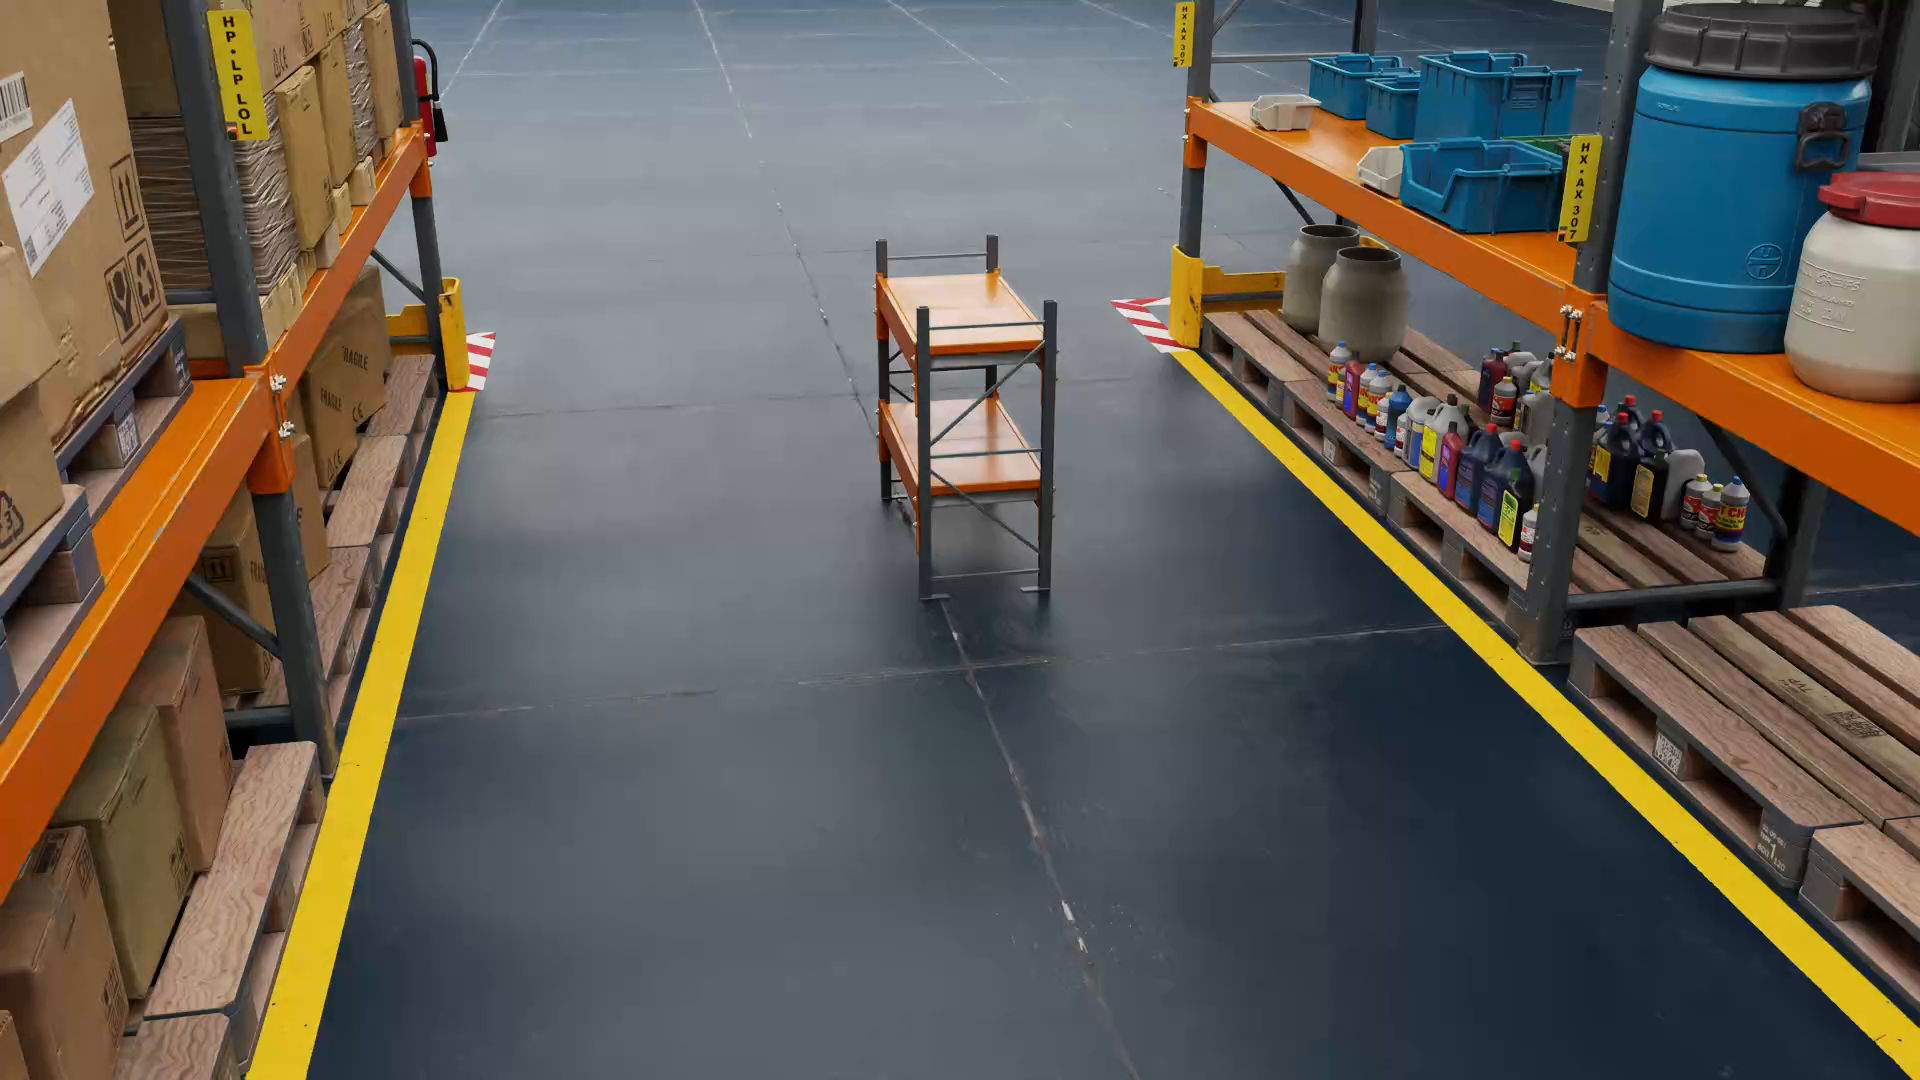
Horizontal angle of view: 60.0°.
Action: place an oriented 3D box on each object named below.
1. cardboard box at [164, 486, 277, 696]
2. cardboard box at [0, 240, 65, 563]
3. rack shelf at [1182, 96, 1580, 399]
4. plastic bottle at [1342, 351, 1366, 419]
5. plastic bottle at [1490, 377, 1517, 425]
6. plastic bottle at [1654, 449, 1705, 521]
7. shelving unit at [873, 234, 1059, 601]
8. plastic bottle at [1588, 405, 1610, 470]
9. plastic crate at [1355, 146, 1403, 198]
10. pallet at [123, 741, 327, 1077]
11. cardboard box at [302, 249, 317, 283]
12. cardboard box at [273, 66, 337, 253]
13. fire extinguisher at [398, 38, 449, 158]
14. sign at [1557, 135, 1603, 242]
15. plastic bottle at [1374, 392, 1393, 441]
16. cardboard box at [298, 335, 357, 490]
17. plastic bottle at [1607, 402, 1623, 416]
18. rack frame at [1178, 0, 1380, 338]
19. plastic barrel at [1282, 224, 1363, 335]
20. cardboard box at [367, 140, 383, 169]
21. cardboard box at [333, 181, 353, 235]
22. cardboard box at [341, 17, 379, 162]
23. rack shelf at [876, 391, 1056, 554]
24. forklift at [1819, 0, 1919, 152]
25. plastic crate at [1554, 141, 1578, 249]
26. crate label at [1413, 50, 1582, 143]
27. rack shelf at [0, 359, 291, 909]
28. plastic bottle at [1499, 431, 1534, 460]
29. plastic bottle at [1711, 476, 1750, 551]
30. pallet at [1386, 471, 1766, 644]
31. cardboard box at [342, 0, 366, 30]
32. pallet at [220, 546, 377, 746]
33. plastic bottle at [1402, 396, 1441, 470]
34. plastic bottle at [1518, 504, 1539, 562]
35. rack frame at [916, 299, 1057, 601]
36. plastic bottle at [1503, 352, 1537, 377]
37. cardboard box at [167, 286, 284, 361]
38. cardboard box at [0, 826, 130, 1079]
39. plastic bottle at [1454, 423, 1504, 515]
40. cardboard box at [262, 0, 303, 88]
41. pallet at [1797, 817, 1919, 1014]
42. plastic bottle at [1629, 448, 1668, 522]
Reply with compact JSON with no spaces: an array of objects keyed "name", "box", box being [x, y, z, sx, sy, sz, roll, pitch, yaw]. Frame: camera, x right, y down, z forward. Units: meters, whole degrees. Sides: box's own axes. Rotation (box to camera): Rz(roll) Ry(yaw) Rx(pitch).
[{"name":"cardboard box","box":[-2.446,0.167,5.219,0.500,0.500,0.500,-5,24,-11]},{"name":"cardboard box","box":[-2.000,-0.191,2.786,0.797,0.503,0.637,-2,24,-4]},{"name":"rack shelf","box":[2.087,-1.450,7.220,1.077,0.370,4.000,-4,24,-10]},{"name":"plastic bottle","box":[1.770,-0.696,7.441,0.061,0.283,0.133,-4,24,-9]},{"name":"plastic bottle","box":[2.414,-0.623,7.375,0.097,0.201,0.097,0,24,0]},{"name":"plastic bottle","box":[2.742,-0.229,6.380,0.152,0.276,0.135,-3,24,-8]},{"name":"shelving unit","box":[0.001,-0.513,6.519,0.538,1.125,1.048,-4,24,-10]},{"name":"plastic bottle","box":[2.616,-0.422,6.827,0.097,0.271,0.097,0,24,0]},{"name":"plastic crate","box":[1.907,-1.492,6.747,0.530,0.136,0.437,-4,24,-10]},{"name":"pallet","box":[-2.265,0.958,4.293,1.003,0.211,1.213,-4,24,-10]},{"name":"cardboard box","box":[-2.317,-0.911,5.402,0.380,0.149,0.250,-4,24,-10]},{"name":"cardboard box","box":[-2.491,-1.189,5.228,0.875,0.500,0.500,-4,24,-10]},{"name":"fire extinguisher","box":[-2.719,-2.243,8.235,0.296,0.674,0.183,-4,24,-10]},{"name":"sign","box":[1.914,-1.083,5.136,0.100,0.325,0.005,-4,24,-10]},{"name":"plastic bottle","box":[1.846,-0.536,7.176,0.097,0.201,0.097,0,24,0]},{"name":"cardboard box","box":[-2.810,-0.519,6.790,0.500,0.500,0.500,-2,24,-5]},{"name":"plastic bottle","box":[2.691,-0.440,6.854,0.061,0.283,0.133,-3,24,-7]},{"name":"rack frame","box":[1.717,-2.566,8.878,1.000,3.000,0.127,-4,24,-10]},{"name":"plastic barrel","box":[1.914,-1.365,8.712,0.421,0.512,0.421,0,24,0]},{"name":"cardboard box","box":[-2.721,-1.695,7.197,0.380,0.149,0.250,-4,24,-10]},{"name":"cardboard box","box":[-2.446,-1.207,6.079,0.380,0.149,0.250,-4,24,-10]},{"name":"cardboard box","box":[-2.815,-1.776,6.571,0.875,0.500,0.500,-4,24,-10]},{"name":"rack shelf","box":[0.001,-0.289,6.617,0.538,0.278,1.000,-4,24,-10]},{"name":"forklift","box":[4.464,-1.813,7.239,1.130,2.935,3.031,-4,24,-8]},{"name":"plastic crate","box":[2.485,-1.180,5.781,0.767,0.338,0.504,-4,24,-10]},{"name":"crate label","box":[2.323,-1.878,7.259,0.502,0.435,0.616,-4,24,-10]},{"name":"rack shelf","box":[-2.041,0.490,2.779,1.077,0.370,4.000,-4,24,-10]},{"name":"plastic bottle","box":[2.160,-0.274,6.484,0.152,0.276,0.135,-4,24,-10]},{"name":"plastic bottle","box":[2.829,-0.102,6.094,0.097,0.271,0.097,0,24,0]},{"name":"pallet","box":[2.373,0.018,6.445,1.003,0.211,1.213,-4,24,-10]},{"name":"cardboard box","box":[-2.618,-2.249,6.405,0.500,0.500,0.500,-4,24,-10]},{"name":"pallet","box":[-2.570,0.390,5.593,1.003,0.211,1.213,-4,24,-10]},{"name":"plastic bottle","box":[1.933,-0.445,6.874,0.152,0.276,0.135,-4,24,-9]},{"name":"plastic bottle","box":[2.083,-0.032,6.021,0.097,0.201,0.097,0,24,0]},{"name":"rack frame","box":[0.095,-0.313,6.061,0.500,1.125,0.032,-4,24,-10]},{"name":"plastic bottle","box":[2.507,-0.728,7.523,0.152,0.276,0.135,-4,24,-9]},{"name":"cardboard box","box":[-2.155,-0.618,4.731,0.380,0.149,0.250,-4,24,-10]},{"name":"cardboard box","box":[-2.145,0.970,3.355,0.700,0.500,0.500,-6,24,-14]},{"name":"plastic bottle","box":[2.019,-0.288,6.421,0.144,0.351,0.185,-6,24,-12]},{"name":"cardboard box","box":[-2.338,-1.659,5.055,0.500,0.500,0.500,-4,24,-10]},{"name":"pallet","box":[2.869,1.072,4.032,1.003,0.211,1.213,-4,24,-10]},{"name":"plastic bottle","box":[2.637,-0.224,6.360,0.061,0.283,0.133,-4,24,-10]}]
